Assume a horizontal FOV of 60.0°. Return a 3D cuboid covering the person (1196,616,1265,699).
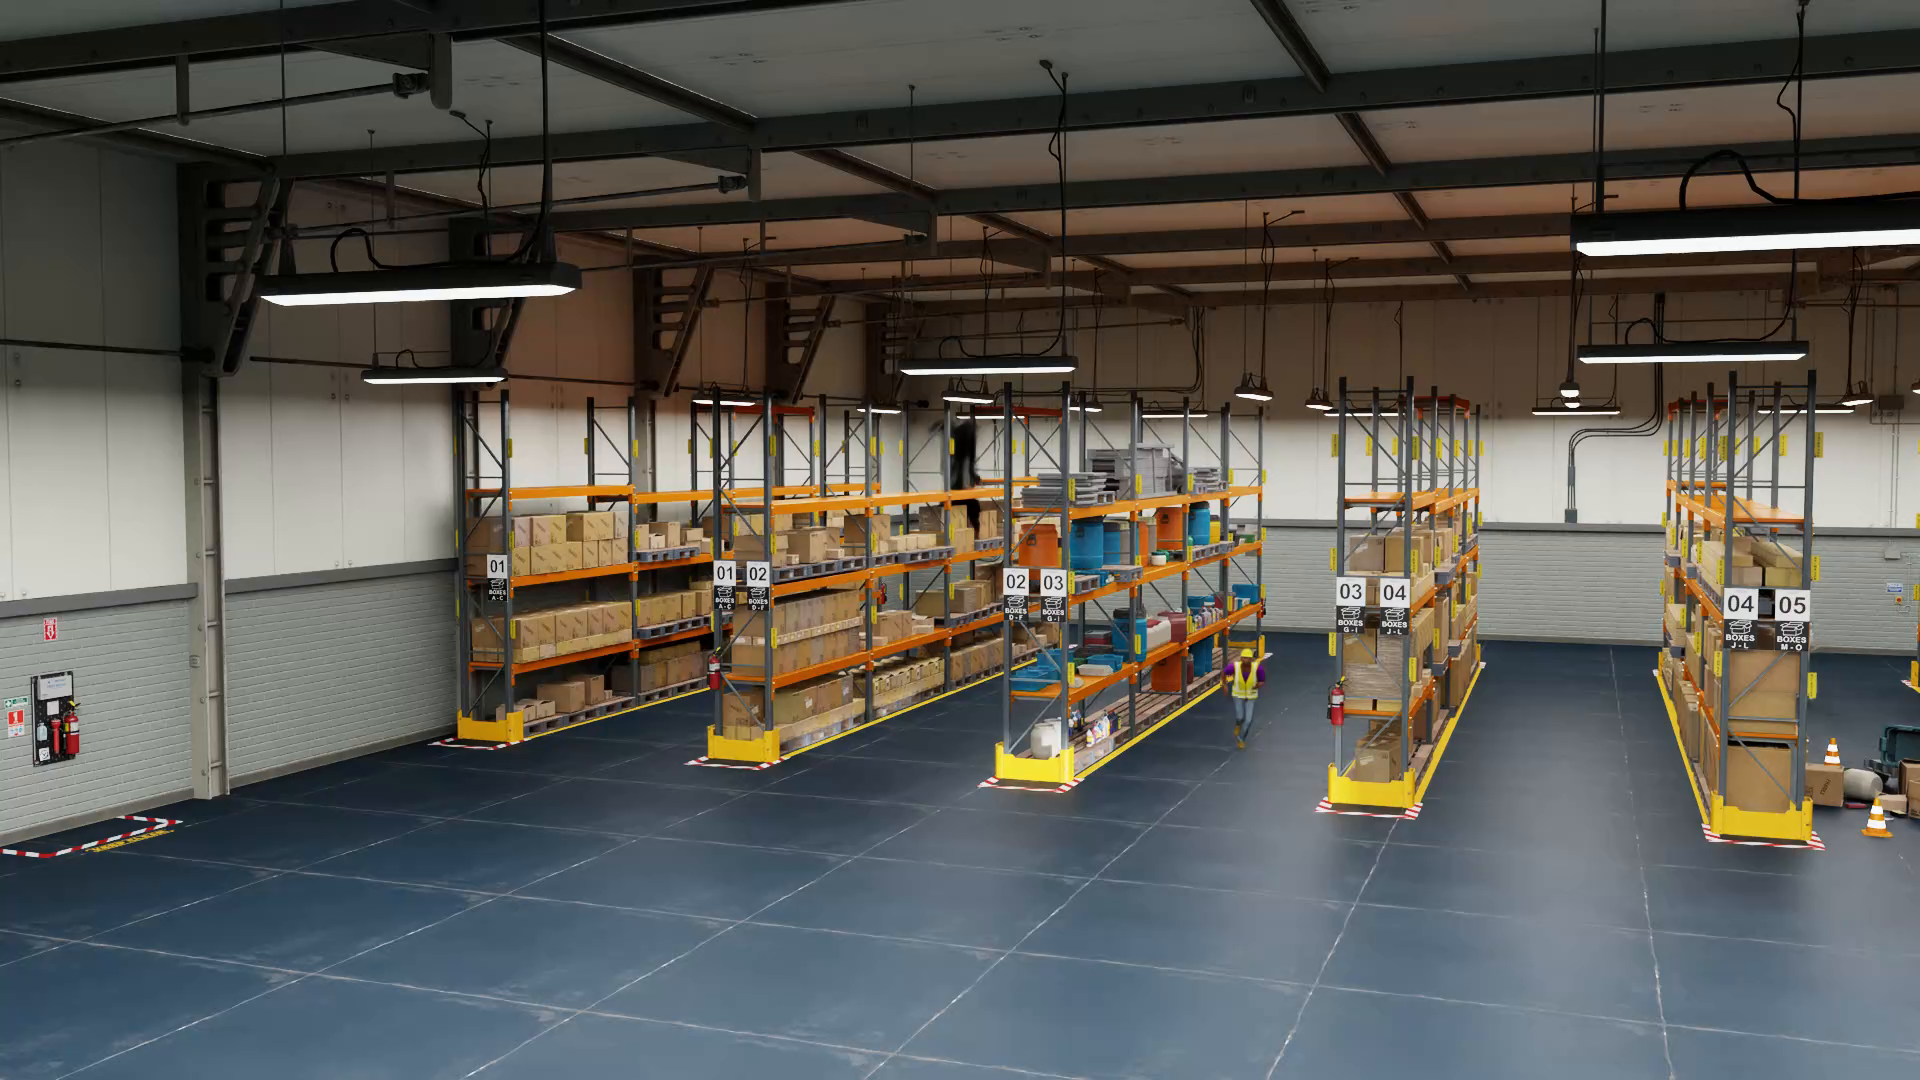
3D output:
[{"bbox_3d":[4.728,2.110,30.665,0.685,0.744,6.716,0,3,0],"label":"person"}]
